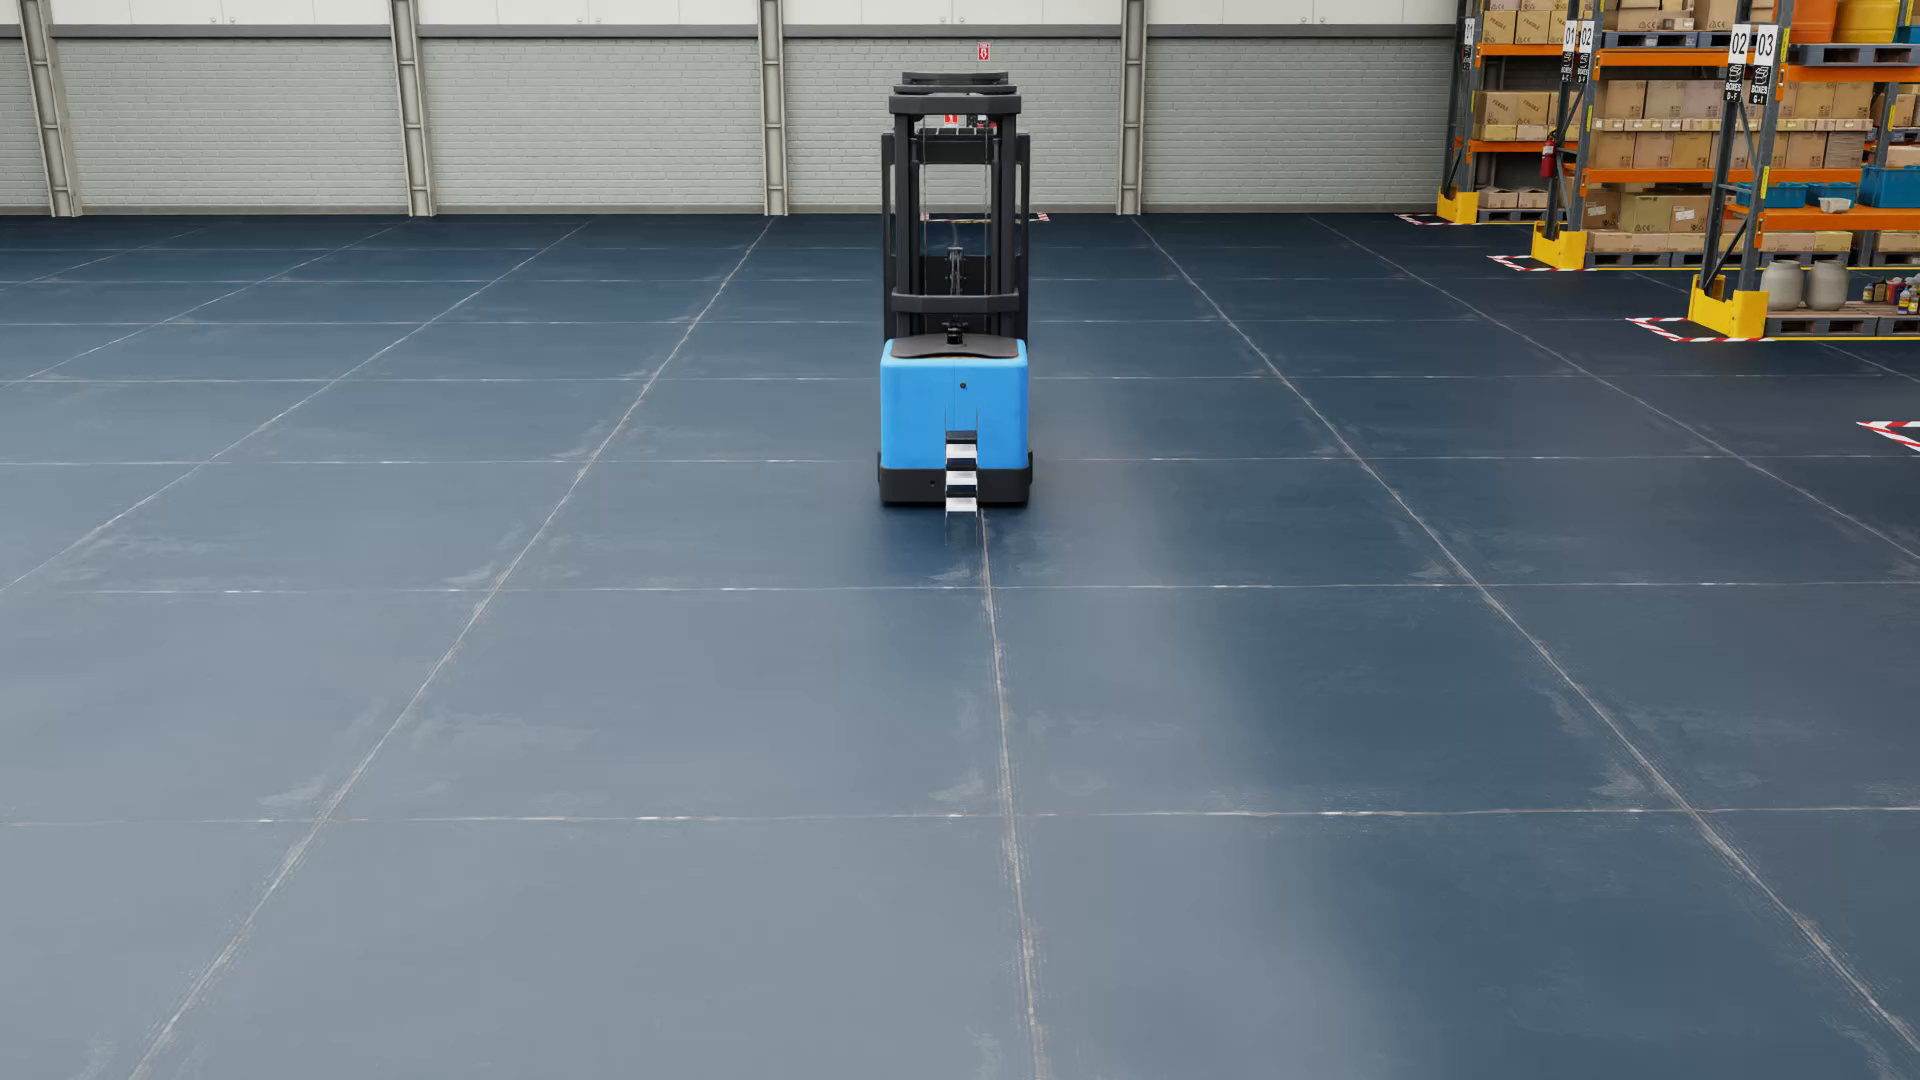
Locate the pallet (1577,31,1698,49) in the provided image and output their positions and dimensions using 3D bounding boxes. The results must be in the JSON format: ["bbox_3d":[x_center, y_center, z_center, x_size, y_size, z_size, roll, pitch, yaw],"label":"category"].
[{"bbox_3d":[8.979,-6.642,22.078,1.213,0.211,1.003,0,18,-1],"label":"pallet"}]

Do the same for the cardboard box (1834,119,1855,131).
[{"bbox_3d":[11.755,-5.569,22.272,0.250,0.149,0.380,-1,18,-2],"label":"cardboard box"}]

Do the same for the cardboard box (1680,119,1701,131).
[{"bbox_3d":[9.700,-5.559,22.240,0.250,0.149,0.380,-1,18,-3],"label":"cardboard box"}]

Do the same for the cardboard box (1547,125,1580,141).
[{"bbox_3d":[9.711,-6.625,27.001,0.500,0.250,0.500,-1,18,-2],"label":"cardboard box"}]

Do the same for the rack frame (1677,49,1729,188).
[{"bbox_3d":[12.189,-6.793,27.313,0.127,3.000,1.000,0,18,-1],"label":"rack frame"}]

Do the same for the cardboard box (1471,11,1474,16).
[{"bbox_3d":[8.603,-8.338,27.024,0.500,0.500,0.500,1,18,3],"label":"cardboard box"}]

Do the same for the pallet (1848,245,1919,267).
[{"bbox_3d":[13.007,-3.968,23.071,1.213,0.211,1.003,0,18,-1],"label":"pallet"}]

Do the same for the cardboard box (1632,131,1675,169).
[{"bbox_3d":[9.264,-5.311,22.528,0.500,0.500,0.700,0,18,1],"label":"cardboard box"}]

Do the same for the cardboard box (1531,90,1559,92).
[{"bbox_3d":[9.678,-7.139,27.377,0.500,0.500,0.500,-1,18,-2],"label":"cardboard box"}]

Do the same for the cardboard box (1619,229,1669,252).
[{"bbox_3d":[9.311,-4.090,22.700,0.500,0.250,0.500,0,18,-1],"label":"cardboard box"}]

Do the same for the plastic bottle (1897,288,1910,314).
[{"bbox_3d":[10.164,-2.572,17.900,0.097,0.271,0.097,0,18,0],"label":"plastic bottle"}]

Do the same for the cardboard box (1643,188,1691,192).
[{"bbox_3d":[9.803,-4.611,23.098,0.500,0.500,0.500,0,18,-1],"label":"cardboard box"}]

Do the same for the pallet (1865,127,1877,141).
[{"bbox_3d":[14.210,-6.699,27.333,1.213,0.211,1.003,0,18,-1],"label":"pallet"}]

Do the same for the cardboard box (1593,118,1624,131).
[{"bbox_3d":[8.667,-5.553,22.223,0.250,0.149,0.380,0,18,-1],"label":"cardboard box"}]

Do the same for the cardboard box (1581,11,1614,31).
[{"bbox_3d":[10.120,-8.189,26.557,0.500,0.500,0.500,1,18,3],"label":"cardboard box"}]

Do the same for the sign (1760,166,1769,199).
[{"bbox_3d":[8.351,-3.712,17.254,0.005,0.325,0.100,0,18,-1],"label":"sign"}]

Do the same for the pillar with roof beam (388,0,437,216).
[{"bbox_3d":[-9.054,-8.496,22.801,0.400,9.000,9.100,0,18,-1],"label":"pillar with roof beam"}]

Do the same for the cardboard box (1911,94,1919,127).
[{"bbox_3d":[15.719,-7.064,27.274,0.500,0.500,0.700,-2,18,-7],"label":"cardboard box"}]

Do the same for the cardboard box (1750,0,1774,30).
[{"bbox_3d":[10.623,-7.055,22.132,0.637,0.503,0.797,2,18,5],"label":"cardboard box"}]

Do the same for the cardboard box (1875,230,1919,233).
[{"bbox_3d":[12.688,-4.364,22.636,0.500,0.311,0.500,0,18,-1],"label":"cardboard box"}]

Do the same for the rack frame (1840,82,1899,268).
[{"bbox_3d":[12.271,-5.280,22.597,0.127,3.000,1.000,0,18,-1],"label":"rack frame"}]

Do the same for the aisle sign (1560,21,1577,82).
[{"bbox_3d":[8.201,-6.588,22.418,0.004,0.787,0.394,0,18,-1],"label":"aisle sign"}]

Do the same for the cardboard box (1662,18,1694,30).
[{"bbox_3d":[9.451,-6.788,21.881,0.250,0.149,0.380,0,18,-1],"label":"cardboard box"}]

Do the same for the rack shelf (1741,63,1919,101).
[{"bbox_3d":[10.346,-4.843,17.502,4.000,0.370,1.077,0,18,-1],"label":"rack shelf"}]

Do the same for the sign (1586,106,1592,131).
[{"bbox_3d":[8.274,-5.541,21.864,0.005,0.325,0.100,0,18,-1],"label":"sign"}]

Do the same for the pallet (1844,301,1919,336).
[{"bbox_3d":[10.451,-2.442,18.315,1.213,0.211,1.003,0,18,-1],"label":"pallet"}]

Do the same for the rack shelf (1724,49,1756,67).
[{"bbox_3d":[14.189,-7.888,26.995,4.000,0.370,1.077,0,18,-1],"label":"rack shelf"}]

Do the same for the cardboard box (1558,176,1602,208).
[{"bbox_3d":[10.187,-5.760,27.464,0.500,0.500,0.700,-1,18,-4],"label":"cardboard box"}]

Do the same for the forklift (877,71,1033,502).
[{"bbox_3d":[-0.030,-2.054,12.652,1.130,2.935,3.031,0,18,0],"label":"forklift"}]

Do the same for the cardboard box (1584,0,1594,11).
[{"bbox_3d":[10.158,-8.819,26.884,0.500,0.500,0.500,0,18,-1],"label":"cardboard box"}]

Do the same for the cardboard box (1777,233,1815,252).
[{"bbox_3d":[11.311,-4.102,22.739,0.500,0.250,0.500,0,18,-1],"label":"cardboard box"}]

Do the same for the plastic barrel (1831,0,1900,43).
[{"bbox_3d":[9.484,-5.510,17.407,0.600,0.588,0.600,0,18,0],"label":"plastic barrel"}]

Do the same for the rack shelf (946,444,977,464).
[{"bbox_3d":[0.008,-0.568,10.865,0.200,0.077,0.258,0,18,-1],"label":"rack shelf"}]

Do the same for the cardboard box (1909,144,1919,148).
[{"bbox_3d":[13.147,-5.276,22.805,0.258,0.266,0.396,-1,18,-2],"label":"cardboard box"}]

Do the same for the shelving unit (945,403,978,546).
[{"bbox_3d":[0.008,-0.429,10.910,0.210,0.900,0.258,0,18,-1],"label":"shelving unit"}]

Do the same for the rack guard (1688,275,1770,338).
[{"bbox_3d":[8.421,-2.572,18.248,0.348,0.500,1.175,0,18,-1],"label":"rack guard"}]

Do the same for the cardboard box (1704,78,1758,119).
[{"bbox_3d":[10.322,-5.934,22.348,0.500,0.500,0.700,0,18,-1],"label":"cardboard box"}]

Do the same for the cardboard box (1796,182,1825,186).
[{"bbox_3d":[13.952,-5.829,27.679,0.500,0.500,0.700,0,18,0],"label":"cardboard box"}]

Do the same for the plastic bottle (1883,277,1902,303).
[{"bbox_3d":[10.428,-2.796,18.592,0.135,0.276,0.152,0,18,0],"label":"plastic bottle"}]

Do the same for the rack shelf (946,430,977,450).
[{"bbox_3d":[0.008,-0.654,10.838,0.200,0.077,0.258,0,18,-1],"label":"rack shelf"}]

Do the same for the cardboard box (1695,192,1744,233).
[{"bbox_3d":[10.311,-4.450,22.594,0.500,0.500,0.500,0,18,-1],"label":"cardboard box"}]

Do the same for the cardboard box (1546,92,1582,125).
[{"bbox_3d":[9.683,-6.979,26.879,0.500,0.500,0.500,-1,18,-3],"label":"cardboard box"}]

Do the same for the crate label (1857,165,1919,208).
[{"bbox_3d":[10.182,-3.856,18.100,0.616,0.435,0.502,0,18,-1],"label":"crate label"}]

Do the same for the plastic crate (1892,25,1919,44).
[{"bbox_3d":[10.248,-5.270,17.680,0.575,0.384,0.392,0,18,-1],"label":"plastic crate"}]

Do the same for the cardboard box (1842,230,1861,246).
[{"bbox_3d":[12.681,-4.261,23.235,0.500,0.250,0.500,0,18,-1],"label":"cardboard box"}]

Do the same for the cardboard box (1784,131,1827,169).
[{"bbox_3d":[11.300,-5.319,22.554,0.500,0.500,0.700,0,18,-1],"label":"cardboard box"}]

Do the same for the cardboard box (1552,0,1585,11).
[{"bbox_3d":[9.593,-8.656,26.376,0.500,0.500,0.500,0,18,1],"label":"cardboard box"}]

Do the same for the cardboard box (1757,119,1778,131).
[{"bbox_3d":[10.733,-5.564,22.256,0.250,0.149,0.380,0,18,1],"label":"cardboard box"}]

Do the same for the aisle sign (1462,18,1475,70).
[{"bbox_3d":[8.123,-7.920,26.569,0.004,0.787,0.394,0,18,-1],"label":"aisle sign"}]

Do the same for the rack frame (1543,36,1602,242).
[{"bbox_3d":[8.272,-5.261,22.536,0.127,3.000,1.000,0,18,-1],"label":"rack frame"}]
